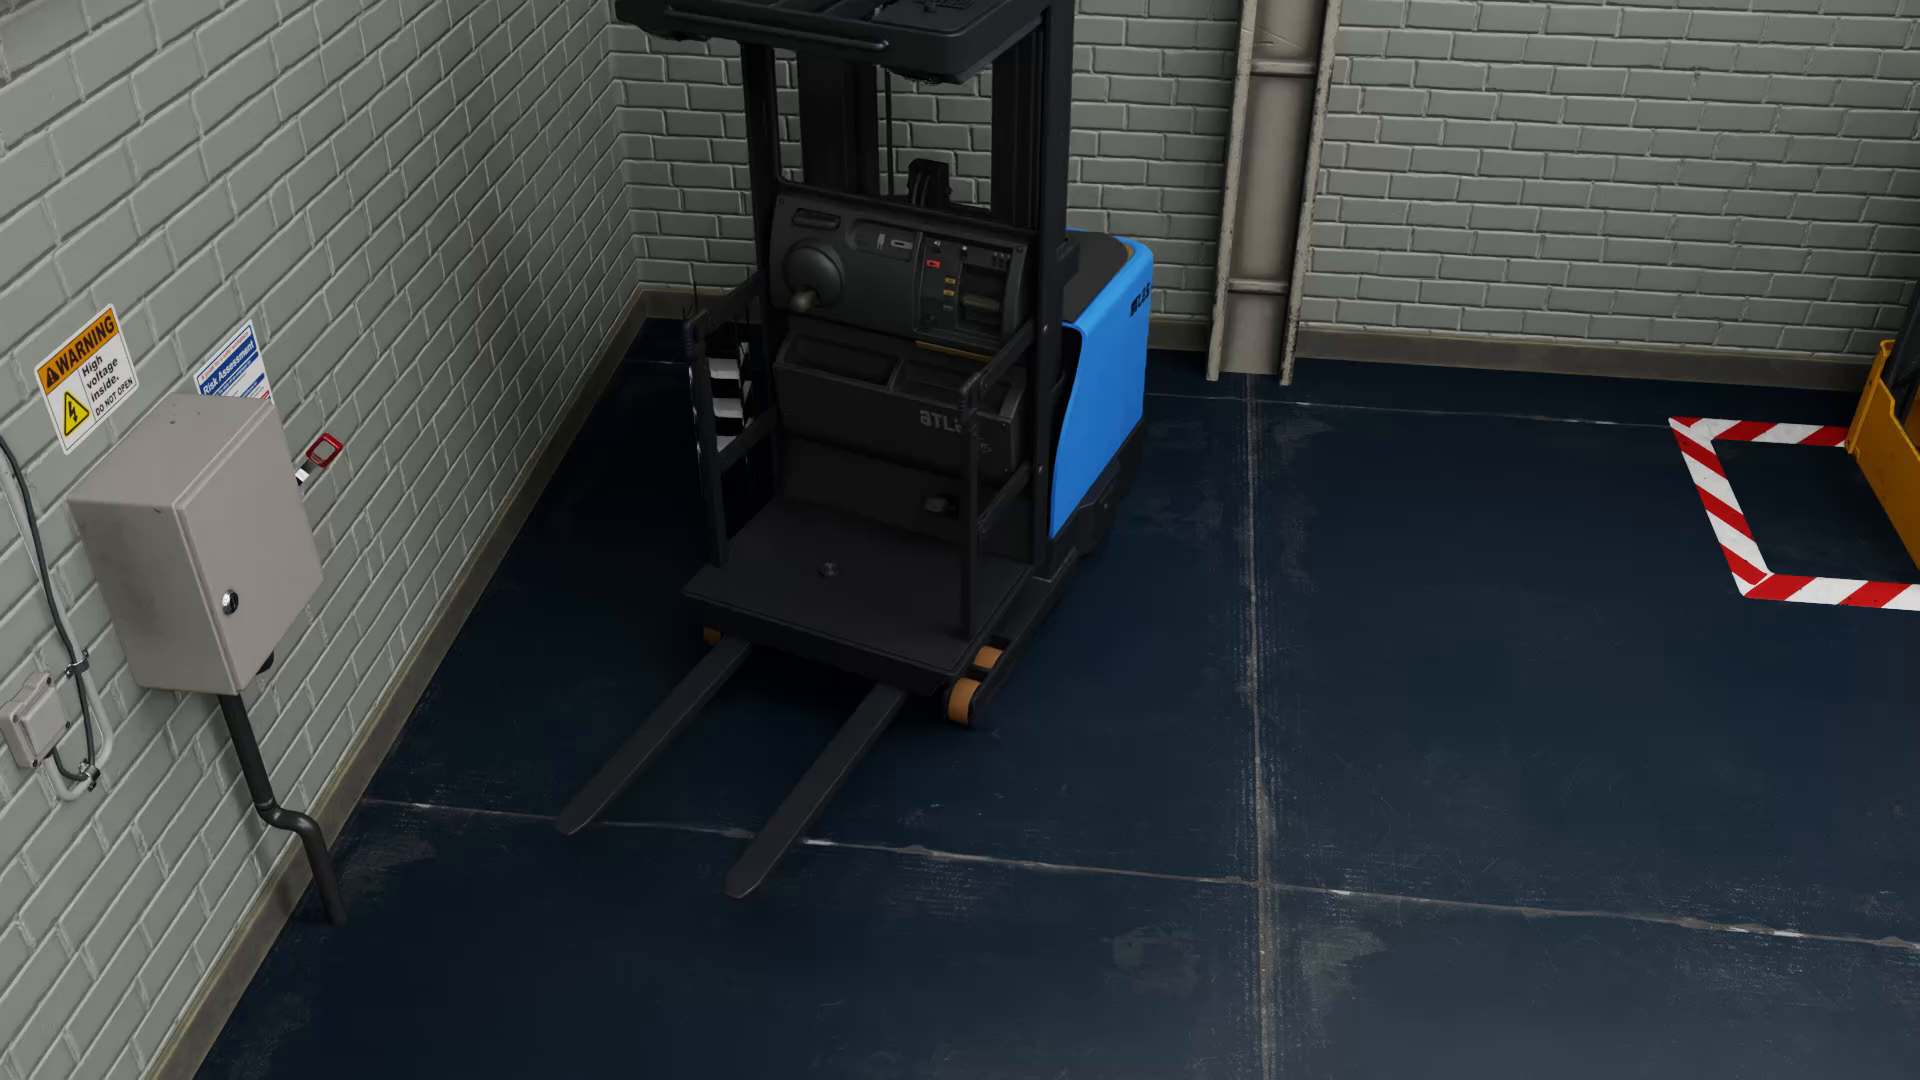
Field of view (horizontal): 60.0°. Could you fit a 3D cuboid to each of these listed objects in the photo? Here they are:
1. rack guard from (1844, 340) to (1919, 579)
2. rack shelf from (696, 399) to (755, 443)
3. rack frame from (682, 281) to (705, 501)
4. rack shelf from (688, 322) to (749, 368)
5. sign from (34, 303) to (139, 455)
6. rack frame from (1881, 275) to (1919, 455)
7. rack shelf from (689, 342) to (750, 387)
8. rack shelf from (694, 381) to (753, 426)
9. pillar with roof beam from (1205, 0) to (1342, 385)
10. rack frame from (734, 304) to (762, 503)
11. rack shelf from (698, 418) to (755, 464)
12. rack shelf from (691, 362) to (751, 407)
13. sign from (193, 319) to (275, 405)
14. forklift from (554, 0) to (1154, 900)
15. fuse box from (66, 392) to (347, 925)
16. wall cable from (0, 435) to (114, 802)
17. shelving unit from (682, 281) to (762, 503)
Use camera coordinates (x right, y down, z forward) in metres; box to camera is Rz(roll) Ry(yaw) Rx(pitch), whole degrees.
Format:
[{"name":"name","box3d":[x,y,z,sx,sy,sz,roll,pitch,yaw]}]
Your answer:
[{"name":"rack guard","box3d":[4.003,-0.305,6.746,0.348,0.500,1.175,4,36,6]},{"name":"rack shelf","box3d":[-0.967,-0.494,6.880,0.200,0.077,0.258,2,36,3]},{"name":"rack frame","box3d":[-1.069,-0.599,6.815,0.006,0.900,0.240,2,36,3]},{"name":"rack shelf","box3d":[-0.967,-0.787,6.671,0.200,0.077,0.258,2,36,3]},{"name":"sign","box3d":[-2.097,-0.390,4.004,0.001,0.242,0.339,4,36,6]},{"name":"rack frame","box3d":[3.927,-1.328,6.028,0.127,3.000,1.000,4,36,6]},{"name":"rack shelf","box3d":[-0.967,-0.714,6.723,0.200,0.077,0.258,2,36,3]},{"name":"rack shelf","box3d":[-0.967,-0.568,6.828,0.200,0.077,0.258,2,36,3]},{"name":"pillar with roof beam","box3d":[0.820,-2.008,1.817,0.400,9.000,9.100,4,36,6]},{"name":"rack frame","box3d":[-0.866,-0.590,6.803,0.006,0.900,0.240,2,36,3]},{"name":"rack shelf","box3d":[-0.967,-0.421,6.933,0.200,0.077,0.258,2,36,3]},{"name":"rack shelf","box3d":[-0.967,-0.641,6.776,0.200,0.077,0.258,2,36,3]},{"name":"sign","box3d":[-2.027,-0.332,4.715,0.001,0.494,0.329,4,36,6]},{"name":"forklift","box3d":[-0.306,-0.834,5.396,1.130,2.935,3.031,15,38,20]},{"name":"fuse box","box3d":[-1.885,0.454,4.641,0.414,1.711,0.539,4,36,6]},{"name":"wall cable","box3d":[-2.128,-0.103,3.437,0.122,1.984,0.588,4,36,6]},{"name":"shelving unit","box3d":[-0.967,-0.595,6.809,0.210,0.900,0.258,2,36,3]}]
